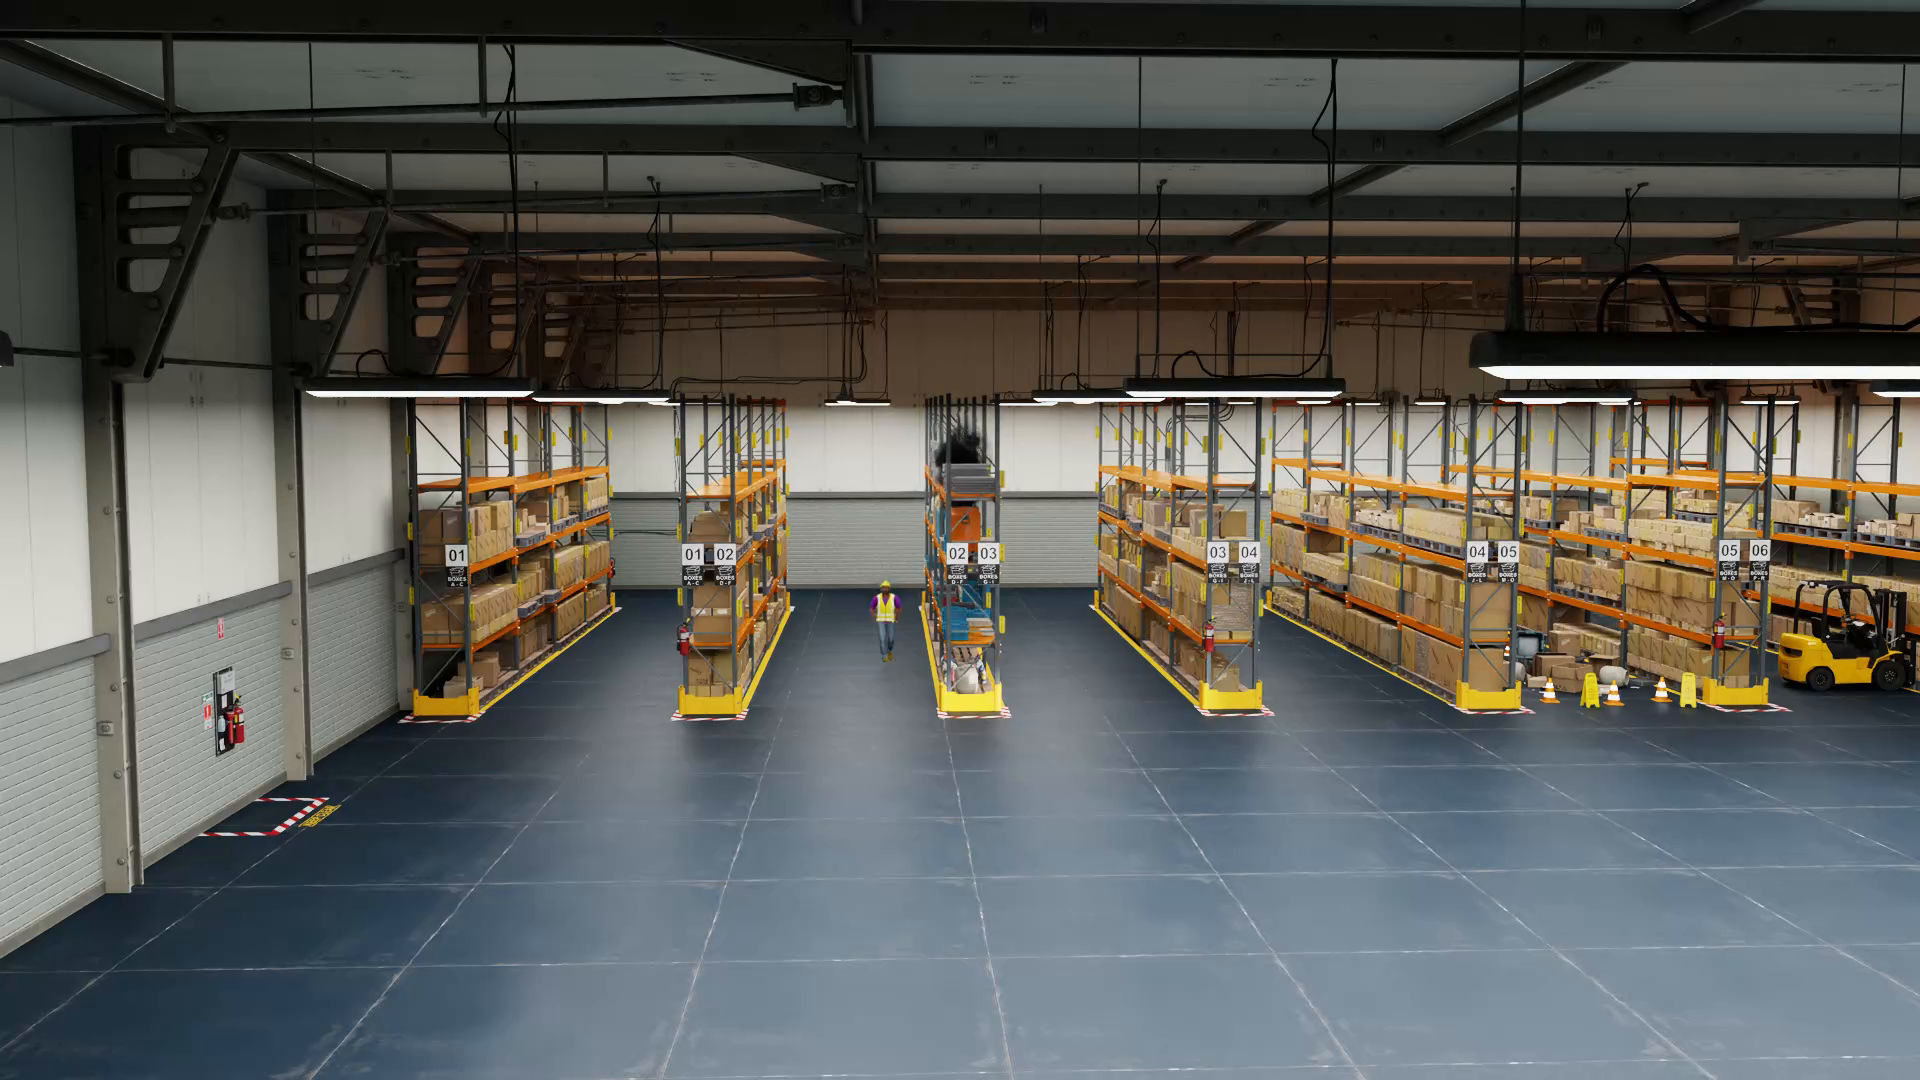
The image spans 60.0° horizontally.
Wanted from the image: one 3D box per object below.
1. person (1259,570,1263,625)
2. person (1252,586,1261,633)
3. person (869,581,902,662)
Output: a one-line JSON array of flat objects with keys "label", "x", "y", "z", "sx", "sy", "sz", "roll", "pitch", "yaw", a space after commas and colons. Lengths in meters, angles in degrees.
[{"label": "person", "x": 7.827, "y": 1.365, "z": 44.332, "sx": 0.583, "sy": 1.696, "sz": 0.894, "roll": 0, "pitch": 5, "yaw": -4}, {"label": "person", "x": 7.414, "y": 1.547, "z": 42.424, "sx": 0.611, "sy": 1.649, "sz": 0.569, "roll": 0, "pitch": 5, "yaw": -5}, {"label": "person", "x": -1.600, "y": 1.750, "z": 35.710, "sx": 0.698, "sy": 1.730, "sz": 0.554, "roll": 0, "pitch": 5, "yaw": -2}]
